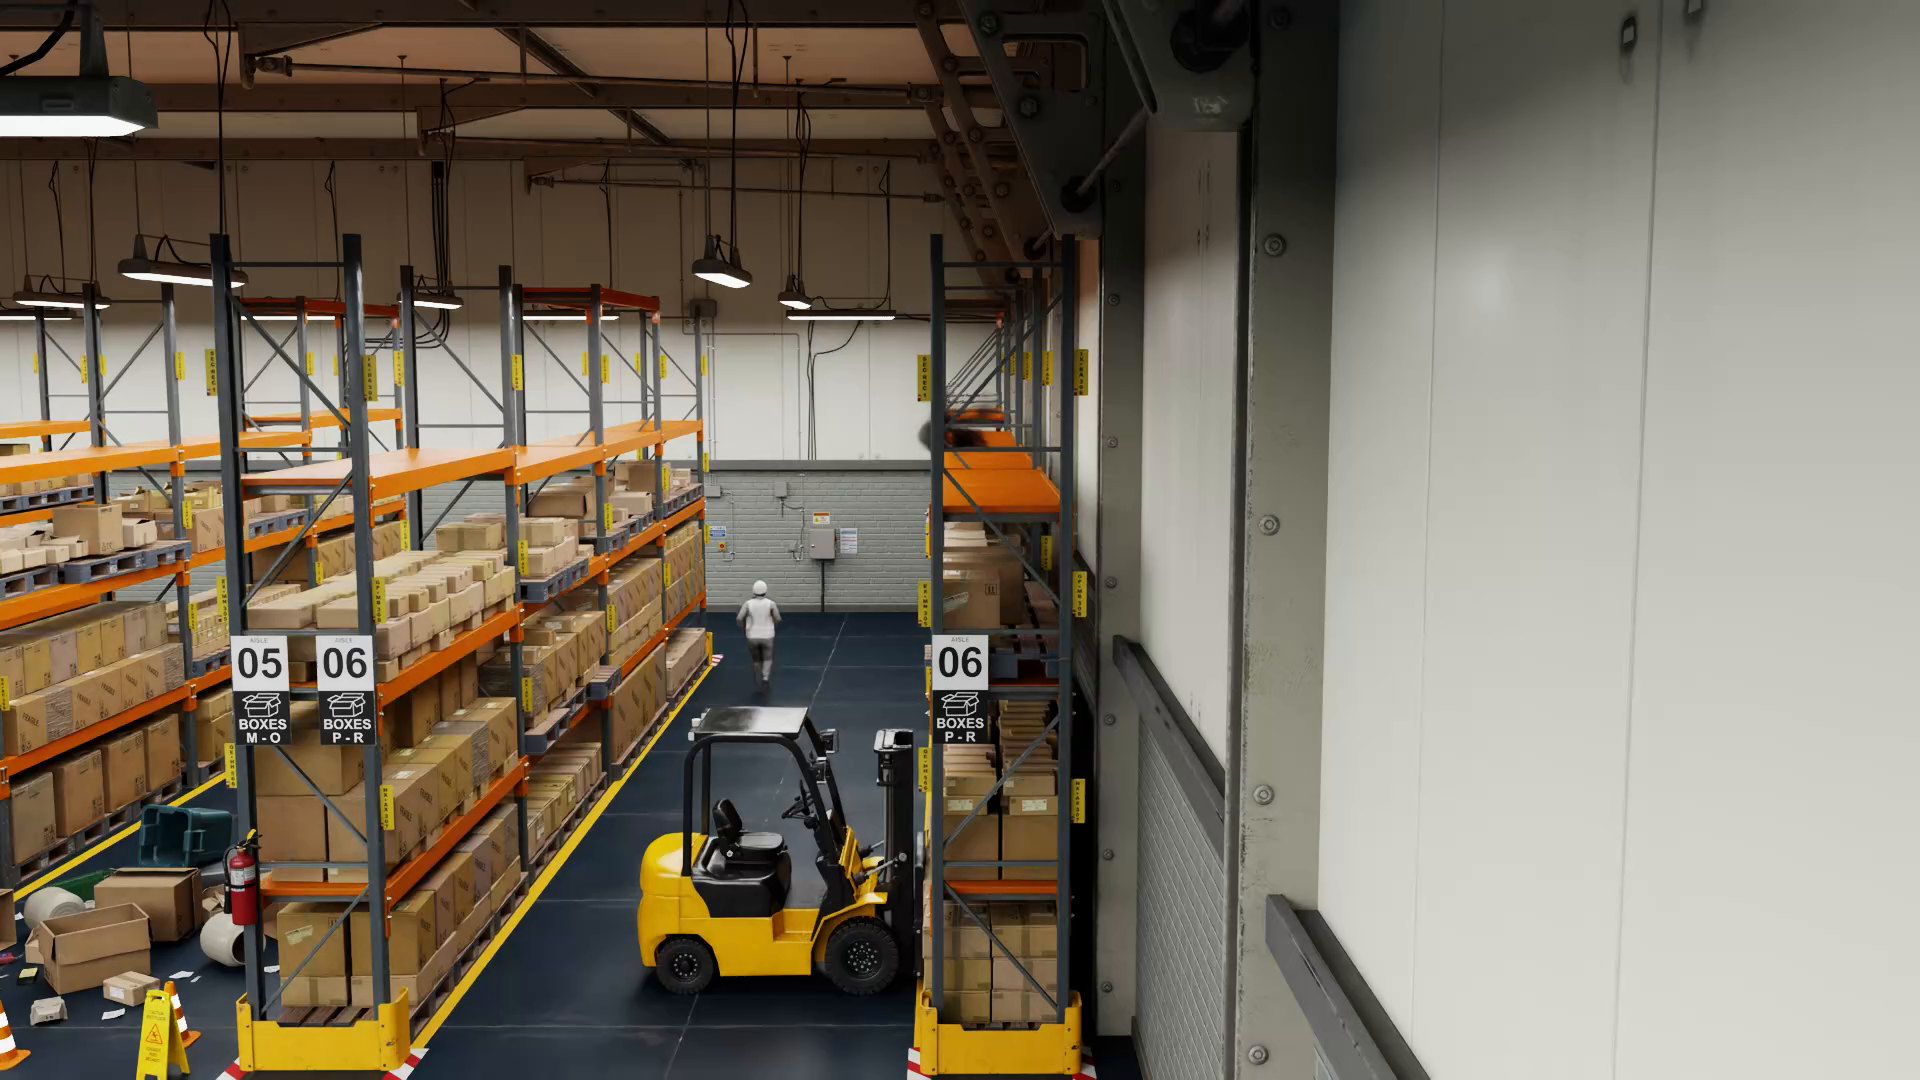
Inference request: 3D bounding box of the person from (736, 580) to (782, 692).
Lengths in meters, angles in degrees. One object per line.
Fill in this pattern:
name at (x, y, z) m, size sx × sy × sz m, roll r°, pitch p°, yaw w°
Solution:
person at (-3.066, 1.500, 25.426) m, size 0.685 × 1.763 × 0.702 m, roll 0°, pitch 6°, yaw -2°
